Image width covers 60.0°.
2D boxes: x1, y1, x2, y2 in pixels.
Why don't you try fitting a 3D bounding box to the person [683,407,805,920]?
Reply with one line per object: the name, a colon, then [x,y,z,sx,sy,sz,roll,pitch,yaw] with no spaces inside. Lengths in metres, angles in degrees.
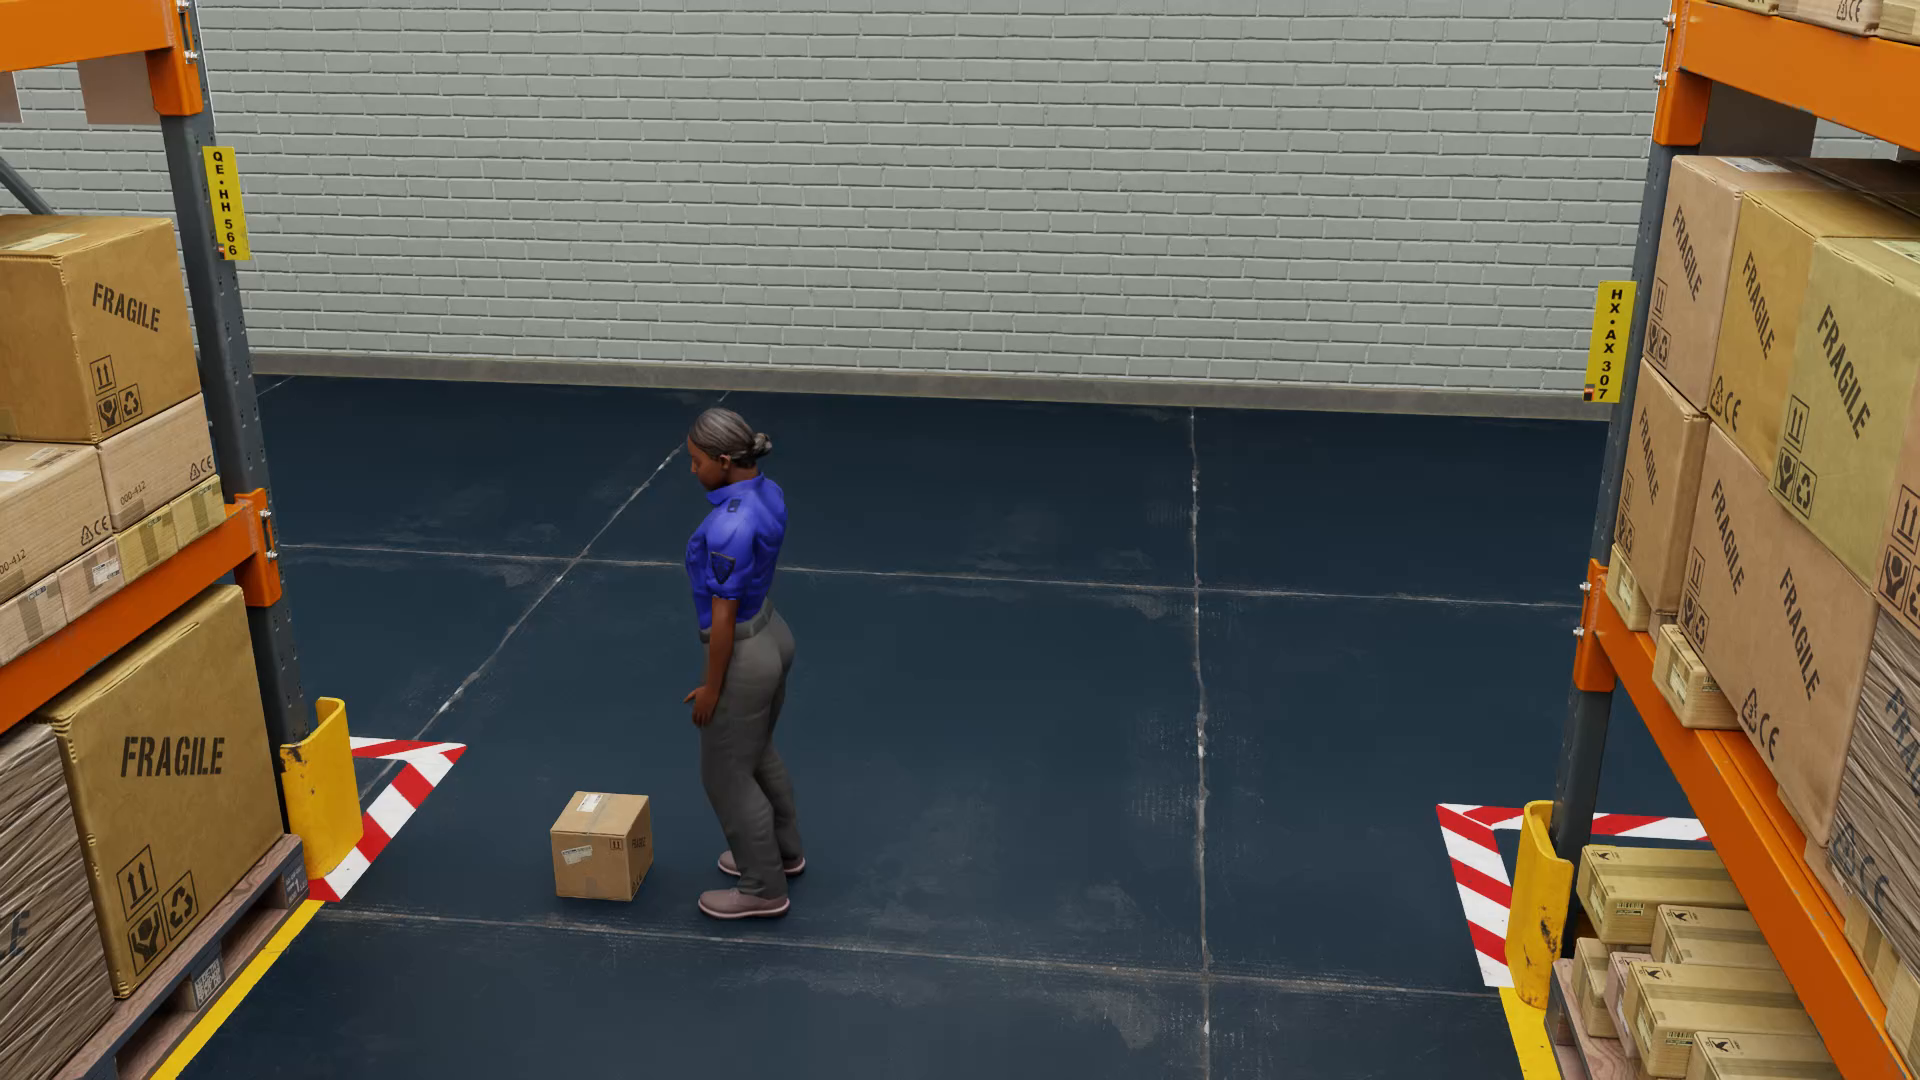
person: [-0.678,0.386,5.119,0.302,1.652,0.440,3,21,7]
